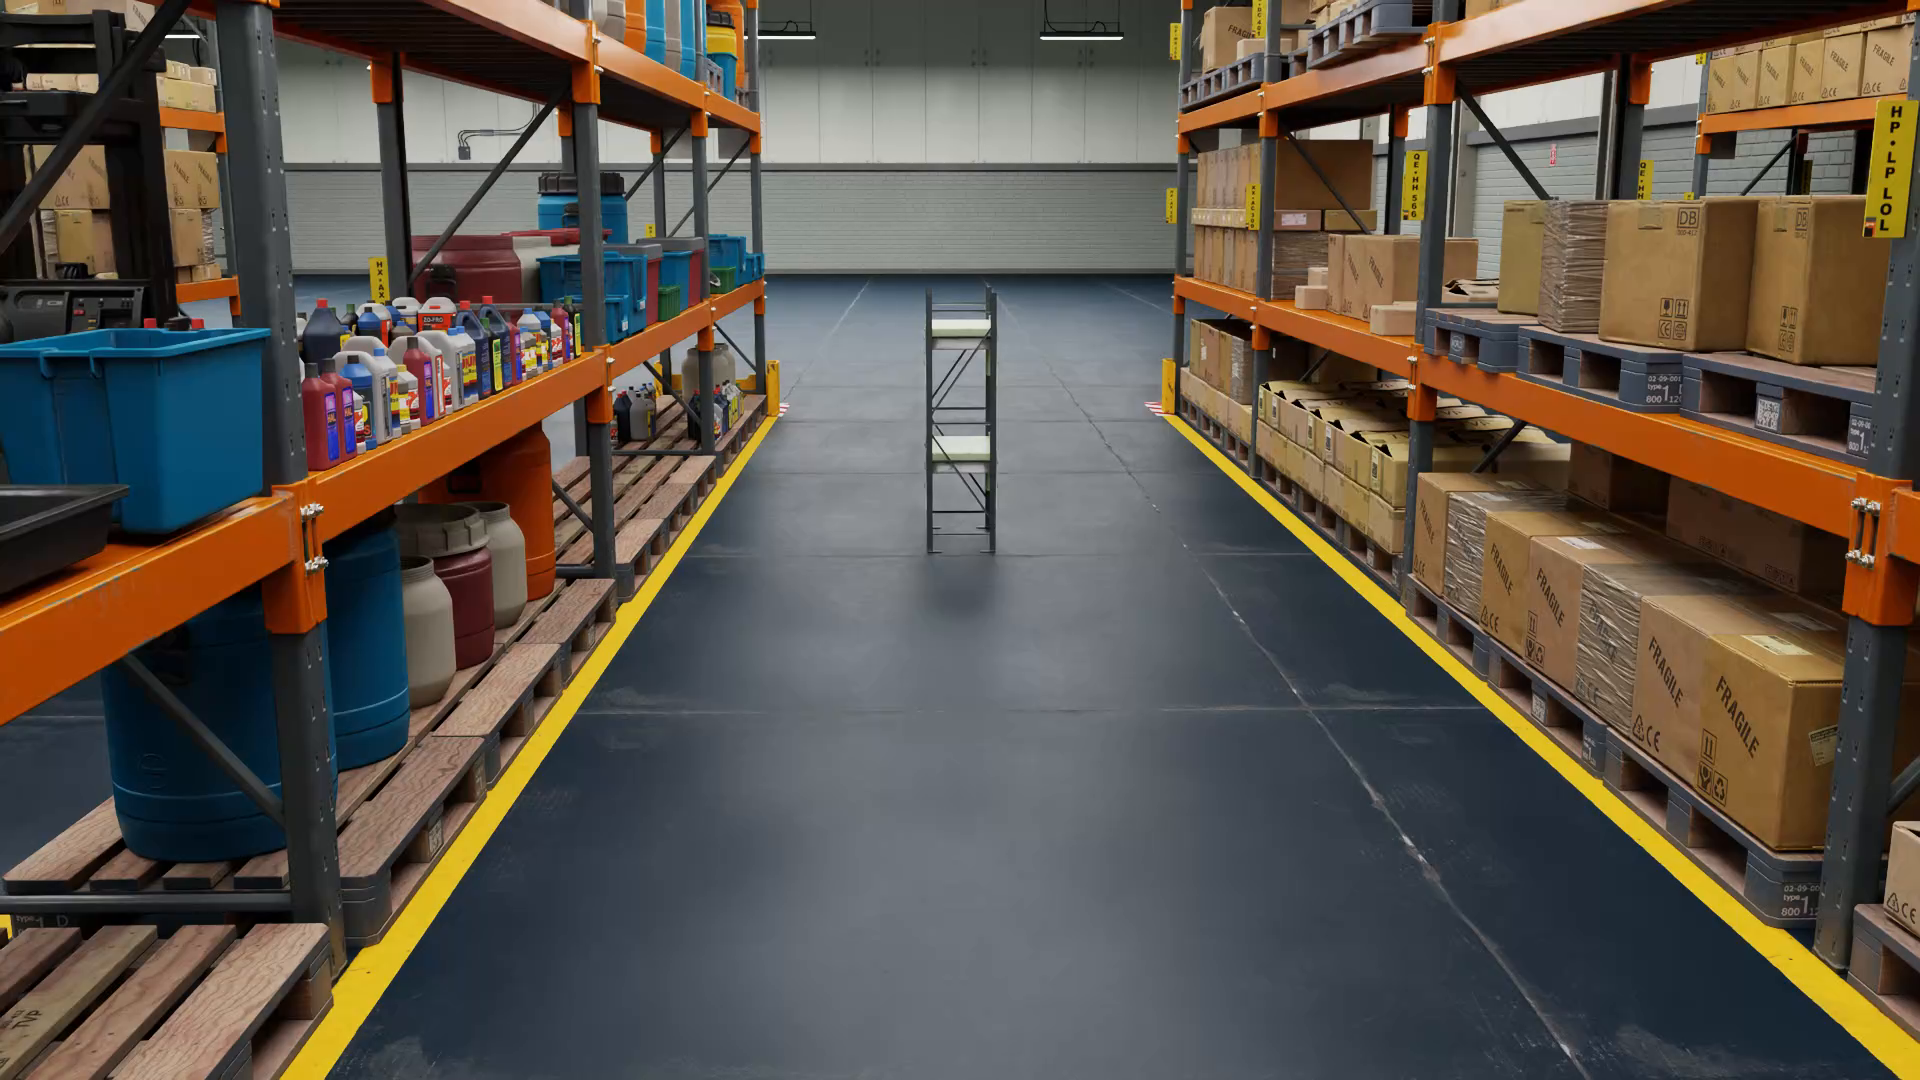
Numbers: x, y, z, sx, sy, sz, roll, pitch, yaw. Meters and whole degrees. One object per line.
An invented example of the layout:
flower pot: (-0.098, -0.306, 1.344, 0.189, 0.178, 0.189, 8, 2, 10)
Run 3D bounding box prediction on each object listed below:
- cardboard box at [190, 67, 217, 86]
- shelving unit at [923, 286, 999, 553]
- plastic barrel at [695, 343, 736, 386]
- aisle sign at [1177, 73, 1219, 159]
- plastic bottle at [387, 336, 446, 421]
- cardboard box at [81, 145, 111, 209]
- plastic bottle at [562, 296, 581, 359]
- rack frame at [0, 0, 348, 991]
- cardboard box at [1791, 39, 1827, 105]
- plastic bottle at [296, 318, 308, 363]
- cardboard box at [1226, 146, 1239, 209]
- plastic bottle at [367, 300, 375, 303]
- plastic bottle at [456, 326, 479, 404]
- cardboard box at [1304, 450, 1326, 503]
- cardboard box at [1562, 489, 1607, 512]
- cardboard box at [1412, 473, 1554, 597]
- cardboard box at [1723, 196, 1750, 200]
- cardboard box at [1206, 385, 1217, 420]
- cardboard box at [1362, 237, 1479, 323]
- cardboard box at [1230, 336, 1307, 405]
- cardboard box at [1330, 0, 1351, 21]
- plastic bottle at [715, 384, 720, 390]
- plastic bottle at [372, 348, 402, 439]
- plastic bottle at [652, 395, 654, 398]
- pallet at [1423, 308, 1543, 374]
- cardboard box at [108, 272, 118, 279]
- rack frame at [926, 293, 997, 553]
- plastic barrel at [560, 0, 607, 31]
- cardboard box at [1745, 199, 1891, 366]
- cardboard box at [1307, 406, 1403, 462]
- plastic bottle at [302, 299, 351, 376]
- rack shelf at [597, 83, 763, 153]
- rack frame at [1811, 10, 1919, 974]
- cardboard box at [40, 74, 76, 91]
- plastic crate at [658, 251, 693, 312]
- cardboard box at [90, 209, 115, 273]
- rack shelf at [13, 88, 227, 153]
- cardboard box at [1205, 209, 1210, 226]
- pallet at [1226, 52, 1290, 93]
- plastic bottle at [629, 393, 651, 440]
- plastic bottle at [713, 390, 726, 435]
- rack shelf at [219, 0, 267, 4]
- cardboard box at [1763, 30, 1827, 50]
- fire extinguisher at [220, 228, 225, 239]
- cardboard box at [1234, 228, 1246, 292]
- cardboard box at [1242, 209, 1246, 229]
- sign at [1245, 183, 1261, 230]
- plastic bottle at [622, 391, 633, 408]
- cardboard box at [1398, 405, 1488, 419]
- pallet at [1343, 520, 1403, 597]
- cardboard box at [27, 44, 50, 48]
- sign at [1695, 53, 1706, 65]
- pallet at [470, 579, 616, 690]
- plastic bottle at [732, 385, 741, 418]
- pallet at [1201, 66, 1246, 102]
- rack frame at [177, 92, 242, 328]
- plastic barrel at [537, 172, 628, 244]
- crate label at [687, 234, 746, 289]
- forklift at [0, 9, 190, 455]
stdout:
cardboard box: (-7.017, -4.220, 15.145, 0.380, 0.149, 0.250, 0, 11, -1)
shelving unit: (0.000, -0.736, 9.917, 0.431, 1.500, 0.755, 0, 11, -1)
plastic barrel: (-2.293, -1.558, 15.397, 0.421, 0.512, 0.421, 0, 11, 0)
aisle sign: (2.262, -4.008, 15.731, 0.394, 0.787, 0.004, 0, 11, -1)
plastic bottle: (-1.783, -0.534, 5.457, 0.152, 0.276, 0.135, 0, 11, -1)
cardboard box: (-7.029, -2.861, 13.102, 0.500, 0.500, 0.500, 0, 11, -1)
plastic bottle: (-1.783, -0.976, 7.620, 0.061, 0.283, 0.133, 0, 11, -1)
rack frame: (-2.135, -0.317, 4.077, 1.000, 3.000, 0.127, 0, 11, -1)
cardboard box: (7.302, -3.888, 13.832, 0.500, 0.500, 0.500, 0, 11, 2)
plastic bottle: (-2.503, -0.688, 6.219, 0.152, 0.276, 0.135, 0, 11, -1)
cardboard box: (2.605, -2.999, 13.783, 0.700, 0.500, 0.500, 0, 11, -1)
plastic bottle: (-2.571, -0.902, 7.254, 0.061, 0.283, 0.133, 0, 11, -1)
plastic bottle: (-1.765, -0.620, 5.895, 0.097, 0.271, 0.097, 0, 11, 0)
cardboard box: (2.445, -0.398, 10.336, 0.500, 0.250, 0.500, 0, 11, 0)
cardboard box: (2.989, 0.063, 7.386, 0.500, 0.500, 0.500, 0, 11, 1)
cardboard box: (2.459, -0.030, 7.846, 0.500, 0.500, 0.500, 0, 11, 1)
cardboard box: (7.232, -2.852, 15.015, 0.500, 0.500, 0.500, 0, 11, -1)
cardboard box: (2.388, -1.174, 14.163, 0.500, 0.250, 0.500, 0, 11, -1)
cardboard box: (2.684, -1.514, 9.726, 0.500, 0.500, 0.500, -1, 11, -4)
cardboard box: (2.425, -1.343, 13.109, 0.500, 0.500, 0.500, 0, 11, -1)
cardboard box: (2.669, -3.297, 10.545, 0.500, 0.250, 0.500, -1, 12, -7)
plastic bottle: (-2.035, -1.173, 14.020, 0.061, 0.283, 0.133, 0, 11, -1)
plastic bottle: (-1.746, -0.443, 5.023, 0.097, 0.271, 0.097, 0, 11, 0)
plastic bottle: (-2.655, -1.164, 14.185, 0.097, 0.201, 0.097, 0, 11, 0)
pallet: (2.819, -0.903, 7.449, 1.213, 0.211, 1.003, 0, 11, -1)
cardboard box: (-7.000, -2.106, 13.526, 0.380, 0.149, 0.250, 0, 11, -1)
rack frame: (0.007, -0.664, 9.558, 0.400, 1.500, 0.023, 0, 11, -1)
plastic barrel: (-1.918, -2.700, 7.997, 0.421, 0.512, 0.421, 0, 11, 0)
cardboard box: (2.954, -0.823, 5.263, 0.700, 0.500, 0.500, 2, 12, 8)
cardboard box: (2.445, -0.671, 10.271, 0.500, 0.311, 0.500, 0, 11, 0)
plastic bottle: (-2.354, -0.720, 6.190, 0.144, 0.351, 0.185, 0, 11, -1)
rack shelf: (-2.342, -3.422, 13.648, 1.077, 0.370, 4.000, 0, 11, -1)
rack frame: (2.818, -0.336, 4.173, 1.000, 3.000, 0.127, 0, 11, -1)
cardboard box: (-7.021, -3.479, 12.496, 0.500, 0.250, 0.500, 0, 11, -2)
plastic crate: (-1.966, -1.681, 10.842, 0.392, 0.384, 0.575, 0, 11, -1)
cardboard box: (-7.286, -2.370, 13.196, 0.875, 0.500, 0.500, 0, 11, -1)
rack shelf: (-7.293, -3.402, 13.548, 1.077, 0.370, 4.000, 0, 11, -1)
cardboard box: (2.377, -2.858, 14.717, 0.380, 0.149, 0.250, 0, 11, -2)
pallet: (2.609, -3.523, 12.558, 1.003, 0.211, 1.213, 0, 11, -1)
plastic bottle: (-2.458, -0.952, 12.763, 0.144, 0.351, 0.185, 0, 11, -1)
plastic bottle: (-1.902, -0.987, 12.934, 0.144, 0.351, 0.185, 0, 11, 0)
rack shelf: (-2.094, -1.037, 1.890, 1.077, 0.370, 4.000, 0, 11, -1)
cardboard box: (7.269, -4.482, 14.249, 0.500, 0.500, 0.500, 0, 11, 0)
fire extinguisher: (-6.876, -2.669, 15.863, 0.296, 0.674, 0.183, 0, 11, -1)
cardboard box: (2.613, -2.268, 13.445, 0.700, 0.500, 0.500, 0, 11, 0)
cardboard box: (2.415, -2.500, 12.956, 0.380, 0.149, 0.250, 0, 11, -1)
sign: (2.097, -2.387, 11.905, 0.100, 0.325, 0.005, 0, 11, -1)
plastic bottle: (-2.606, -0.989, 12.948, 0.144, 0.351, 0.185, -1, 11, -4)
cardboard box: (2.979, -0.678, 10.306, 0.500, 0.311, 0.500, 0, 11, -2)
pallet: (2.757, 0.071, 9.177, 1.003, 0.211, 1.213, 0, 11, -1)
cardboard box: (-7.009, -3.651, 12.343, 0.380, 0.149, 0.250, 0, 11, -1)
sign: (6.980, -4.639, 15.639, 0.100, 0.325, 0.005, 0, 11, -1)
pallet: (-2.160, 0.411, 7.501, 1.003, 0.211, 1.213, 0, 11, -1)
plastic bottle: (-1.929, -1.170, 14.023, 0.152, 0.276, 0.135, 0, 11, -1)
pallet: (2.586, -3.765, 13.750, 1.003, 0.211, 1.213, 0, 11, -1)
rack frame: (-7.335, -2.682, 15.734, 1.000, 3.000, 0.127, 0, 11, -1)
plastic barrel: (-2.595, -2.075, 11.481, 0.600, 0.901, 0.708, 0, 11, -1)
crate label: (-2.074, -2.355, 14.033, 0.502, 0.435, 0.616, 0, 11, -1)
forklift: (-4.565, -1.107, 8.146, 1.130, 2.935, 3.031, 0, 11, -1)
